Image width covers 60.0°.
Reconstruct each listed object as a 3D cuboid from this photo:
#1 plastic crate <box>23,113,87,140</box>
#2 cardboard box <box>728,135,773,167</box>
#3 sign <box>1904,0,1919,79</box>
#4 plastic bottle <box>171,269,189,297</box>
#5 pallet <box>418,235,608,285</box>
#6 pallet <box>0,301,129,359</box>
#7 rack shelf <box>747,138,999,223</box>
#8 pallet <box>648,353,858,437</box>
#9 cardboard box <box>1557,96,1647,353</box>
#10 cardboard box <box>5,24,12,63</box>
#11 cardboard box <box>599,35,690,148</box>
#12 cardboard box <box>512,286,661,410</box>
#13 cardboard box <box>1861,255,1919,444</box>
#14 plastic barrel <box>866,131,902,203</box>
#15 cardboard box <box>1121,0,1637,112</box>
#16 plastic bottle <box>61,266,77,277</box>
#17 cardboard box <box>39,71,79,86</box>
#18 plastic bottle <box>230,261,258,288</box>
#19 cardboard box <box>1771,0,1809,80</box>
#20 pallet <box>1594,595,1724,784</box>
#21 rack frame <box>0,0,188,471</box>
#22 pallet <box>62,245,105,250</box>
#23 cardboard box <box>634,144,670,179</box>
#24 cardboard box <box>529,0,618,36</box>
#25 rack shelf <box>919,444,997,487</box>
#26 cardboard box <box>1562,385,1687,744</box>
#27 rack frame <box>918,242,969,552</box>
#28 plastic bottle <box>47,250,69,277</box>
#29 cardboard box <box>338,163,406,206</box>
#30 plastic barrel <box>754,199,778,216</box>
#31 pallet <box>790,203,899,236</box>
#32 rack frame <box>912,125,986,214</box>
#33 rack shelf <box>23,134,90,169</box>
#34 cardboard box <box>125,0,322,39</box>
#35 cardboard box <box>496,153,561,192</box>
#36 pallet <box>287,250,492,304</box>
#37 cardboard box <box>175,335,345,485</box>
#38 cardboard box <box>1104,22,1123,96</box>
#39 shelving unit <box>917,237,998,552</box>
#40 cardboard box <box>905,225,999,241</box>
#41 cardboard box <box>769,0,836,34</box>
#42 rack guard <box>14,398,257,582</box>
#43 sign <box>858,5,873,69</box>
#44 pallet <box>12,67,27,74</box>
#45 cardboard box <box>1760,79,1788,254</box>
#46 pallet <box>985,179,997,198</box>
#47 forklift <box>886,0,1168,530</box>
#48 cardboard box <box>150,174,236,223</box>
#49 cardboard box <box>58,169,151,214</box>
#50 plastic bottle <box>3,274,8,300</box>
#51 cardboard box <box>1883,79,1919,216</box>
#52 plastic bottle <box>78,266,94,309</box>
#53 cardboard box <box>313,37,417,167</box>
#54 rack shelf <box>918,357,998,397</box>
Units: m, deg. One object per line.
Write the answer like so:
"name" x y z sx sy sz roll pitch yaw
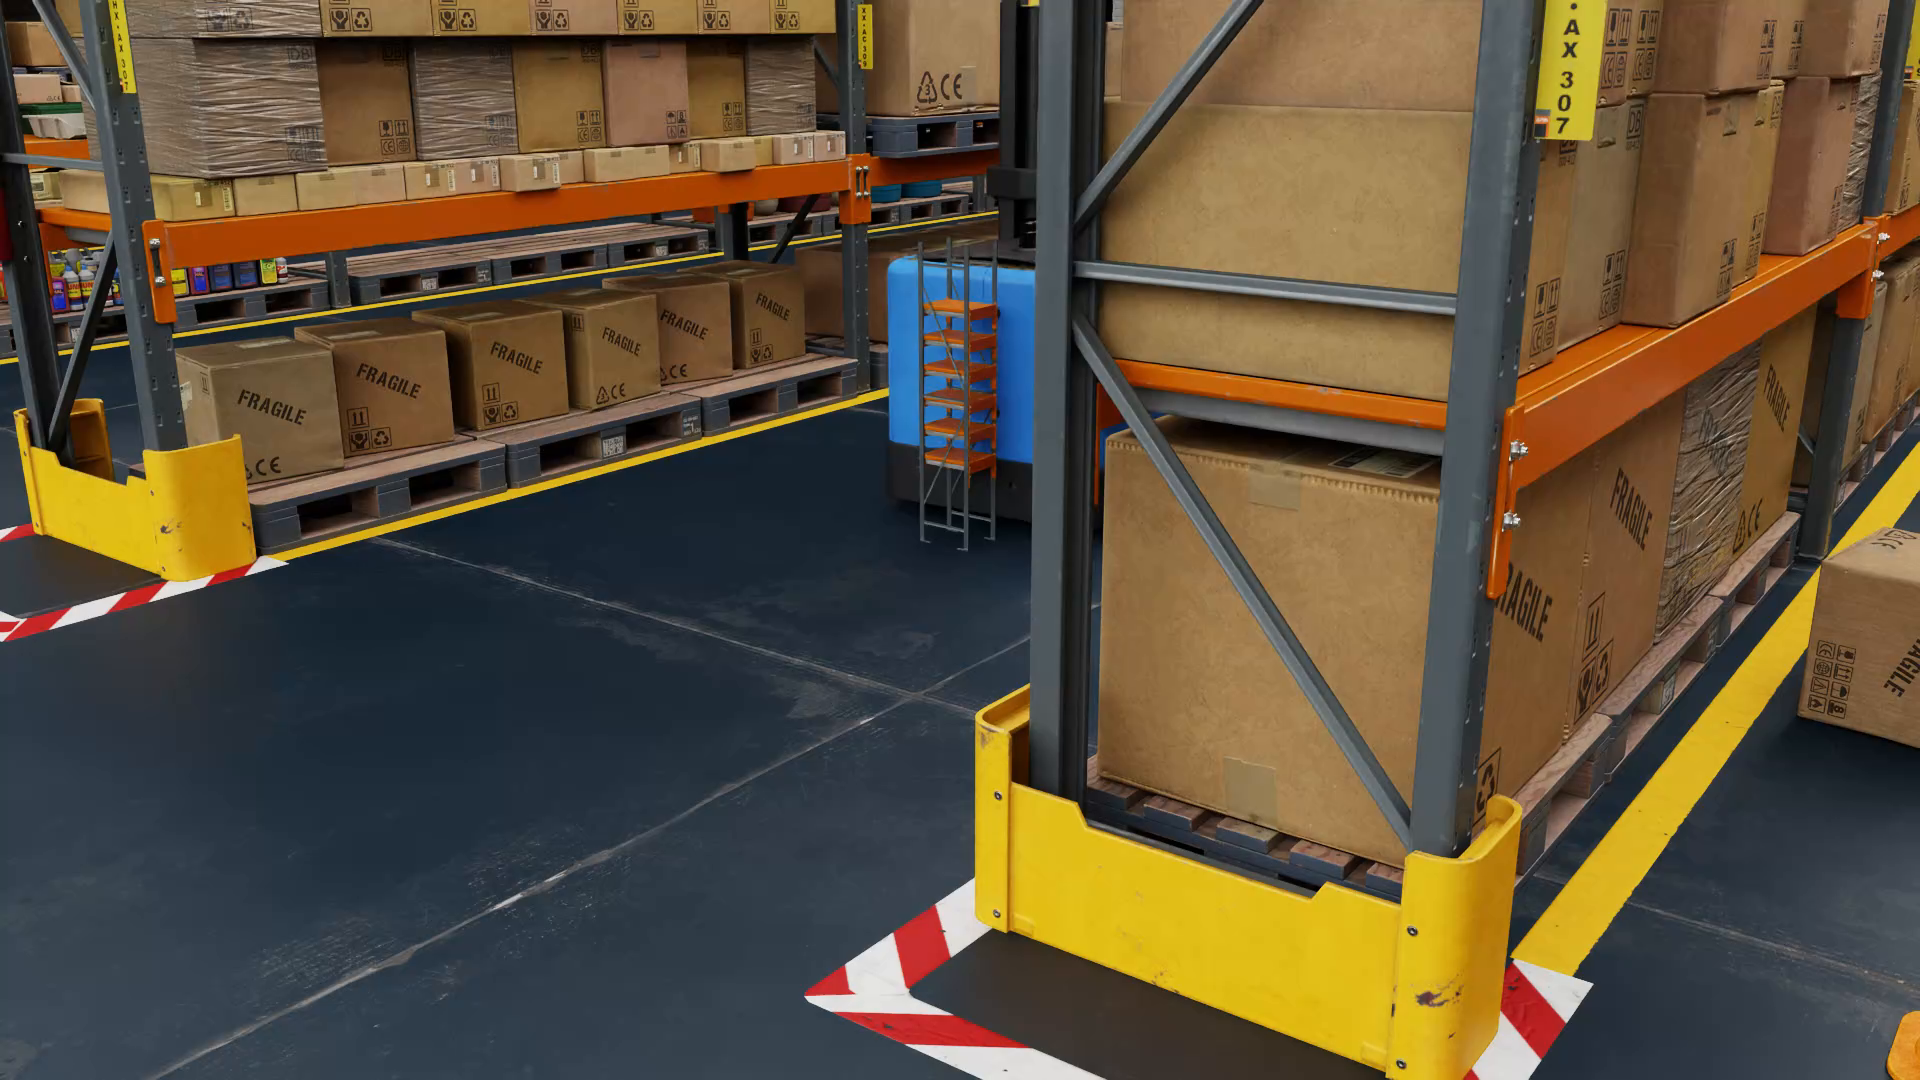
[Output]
"plastic crate" -5.687 -2.664 10.710 0.530 0.136 0.437 12 21 35
"cardboard box" -1.191 -2.017 8.603 0.380 0.149 0.250 12 21 35
"sign" 3.424 -1.799 5.887 0.100 0.325 0.005 12 21 35
"plastic bottle" -5.382 -1.840 11.335 0.144 0.351 0.185 12 21 34
"pallet" -3.760 -2.376 14.038 1.003 0.211 1.213 12 21 35
"pallet" -6.083 -1.446 11.043 1.003 0.211 1.213 12 21 35
"rack shelf" 0.246 -2.479 10.883 1.077 0.370 4.000 12 21 35
"pallet" -1.317 -0.849 9.120 1.003 0.211 1.213 12 21 35
"cardboard box" 1.089 -0.796 3.997 0.875 0.550 0.550 12 21 35
"cardboard box" -11.493 -5.769 19.351 0.700 0.500 0.500 12 21 35
"cardboard box" -1.806 -2.190 8.069 0.875 0.500 0.500 12 21 35
"cardboard box" -1.858 -0.966 8.302 0.500 0.500 0.500 10 20 30
"cardboard box" 3.853 -0.965 7.878 1.050 0.750 0.750 12 21 35
"plastic barrel" -0.916 -4.030 17.494 0.600 0.901 0.708 12 21 35
"cardboard box" 0.847 -1.162 3.354 0.875 0.550 0.550 12 21 35
"plastic bottle" -6.091 -1.775 11.379 0.097 0.201 0.097 0 17 0
"cardboard box" -8.523 -4.276 15.681 0.396 0.266 0.258 12 21 33
"plastic bottle" -5.075 -1.962 11.730 0.144 0.351 0.185 12 21 33
"cardboard box" 2.064 -1.696 5.072 0.875 0.550 0.550 12 21 35
"pallet" 1.735 0.345 5.277 1.003 0.211 1.213 12 21 35
"rack frame" -3.329 -1.394 6.174 1.000 3.000 0.127 12 21 35
"pallet" -8.491 -2.949 15.883 1.003 0.211 1.213 12 21 35
"cardboard box" -1.622 -1.834 8.017 0.380 0.149 0.250 12 21 35
"cardboard box" -1.889 -2.501 7.384 0.500 0.500 0.500 12 21 35
"rack shelf" -0.009 -0.298 6.639 0.258 0.103 0.180 12 21 35
"cardboard box" 1.468 -0.062 4.761 0.875 0.875 0.875 12 21 34
"rack frame" -0.063 -0.548 6.485 0.240 1.200 0.006 12 21 35
"plastic bottle" -6.214 -1.857 11.392 0.144 0.351 0.185 13 22 37
"cardboard box" -2.510 -1.476 6.862 0.380 0.149 0.250 12 21 35
"plastic barrel" -1.997 -3.457 16.304 0.421 0.512 0.421 0 17 0
"pallet" -1.376 -3.327 17.102 1.003 0.211 1.213 12 21 35
"rack frame" -0.156 -5.127 18.196 1.000 3.000 0.127 12 21 35
"rack shelf" -6.115 -2.402 10.633 1.077 0.370 4.000 12 21 35
"cardboard box" -2.782 -2.144 6.234 0.500 0.500 0.500 12 21 35
"cardboard box" -1.996 -1.640 7.390 0.380 0.149 0.250 12 21 35
"pallet" -4.486 -2.084 13.098 1.003 0.211 1.213 12 21 35
"cardboard box" -2.943 -0.546 6.952 0.500 0.500 0.500 -15 23 -40
"cardboard box" 0.896 -3.261 11.311 0.500 0.500 0.700 -16 24 -42
"shelving unit" -0.009 -0.570 6.555 0.258 1.200 0.189 12 21 35
"cardboard box" 0.070 -1.749 10.791 0.700 0.500 0.500 10 20 30
"cardboard box" -0.992 -2.858 8.533 0.500 0.500 0.500 12 21 35
"rack guard" -3.283 -0.218 6.603 1.175 0.500 0.348 12 21 35
"sign" -0.505 -2.666 8.811 0.100 0.325 0.005 12 21 35
"pallet" -11.643 -5.355 19.253 1.003 0.211 1.213 12 21 35
"cardboard box" 2.042 -1.185 5.248 0.875 0.550 0.550 12 21 35
"pallet" 0.977 -4.269 20.135 1.003 0.211 1.213 12 21 35
"forklift" 0.896 -1.820 7.662 1.130 2.935 3.031 11 20 31
"cardboard box" -2.967 -1.300 6.294 0.380 0.149 0.250 12 21 35
"cardboard box" -3.325 -1.378 6.547 0.380 0.149 0.250 12 21 35
"plastic bottle" -6.306 -1.733 11.106 0.061 0.283 0.133 12 21 35
"cardboard box" 3.507 -1.571 6.577 0.500 0.500 0.500 13 21 35
"plastic bottle" -5.712 -1.658 10.885 0.097 0.271 0.097 0 17 0
"cardboard box" -2.777 -1.850 6.973 0.875 0.500 0.500 12 21 35
"rack shelf" -0.009 -0.642 6.532 0.258 0.103 0.180 12 21 35
